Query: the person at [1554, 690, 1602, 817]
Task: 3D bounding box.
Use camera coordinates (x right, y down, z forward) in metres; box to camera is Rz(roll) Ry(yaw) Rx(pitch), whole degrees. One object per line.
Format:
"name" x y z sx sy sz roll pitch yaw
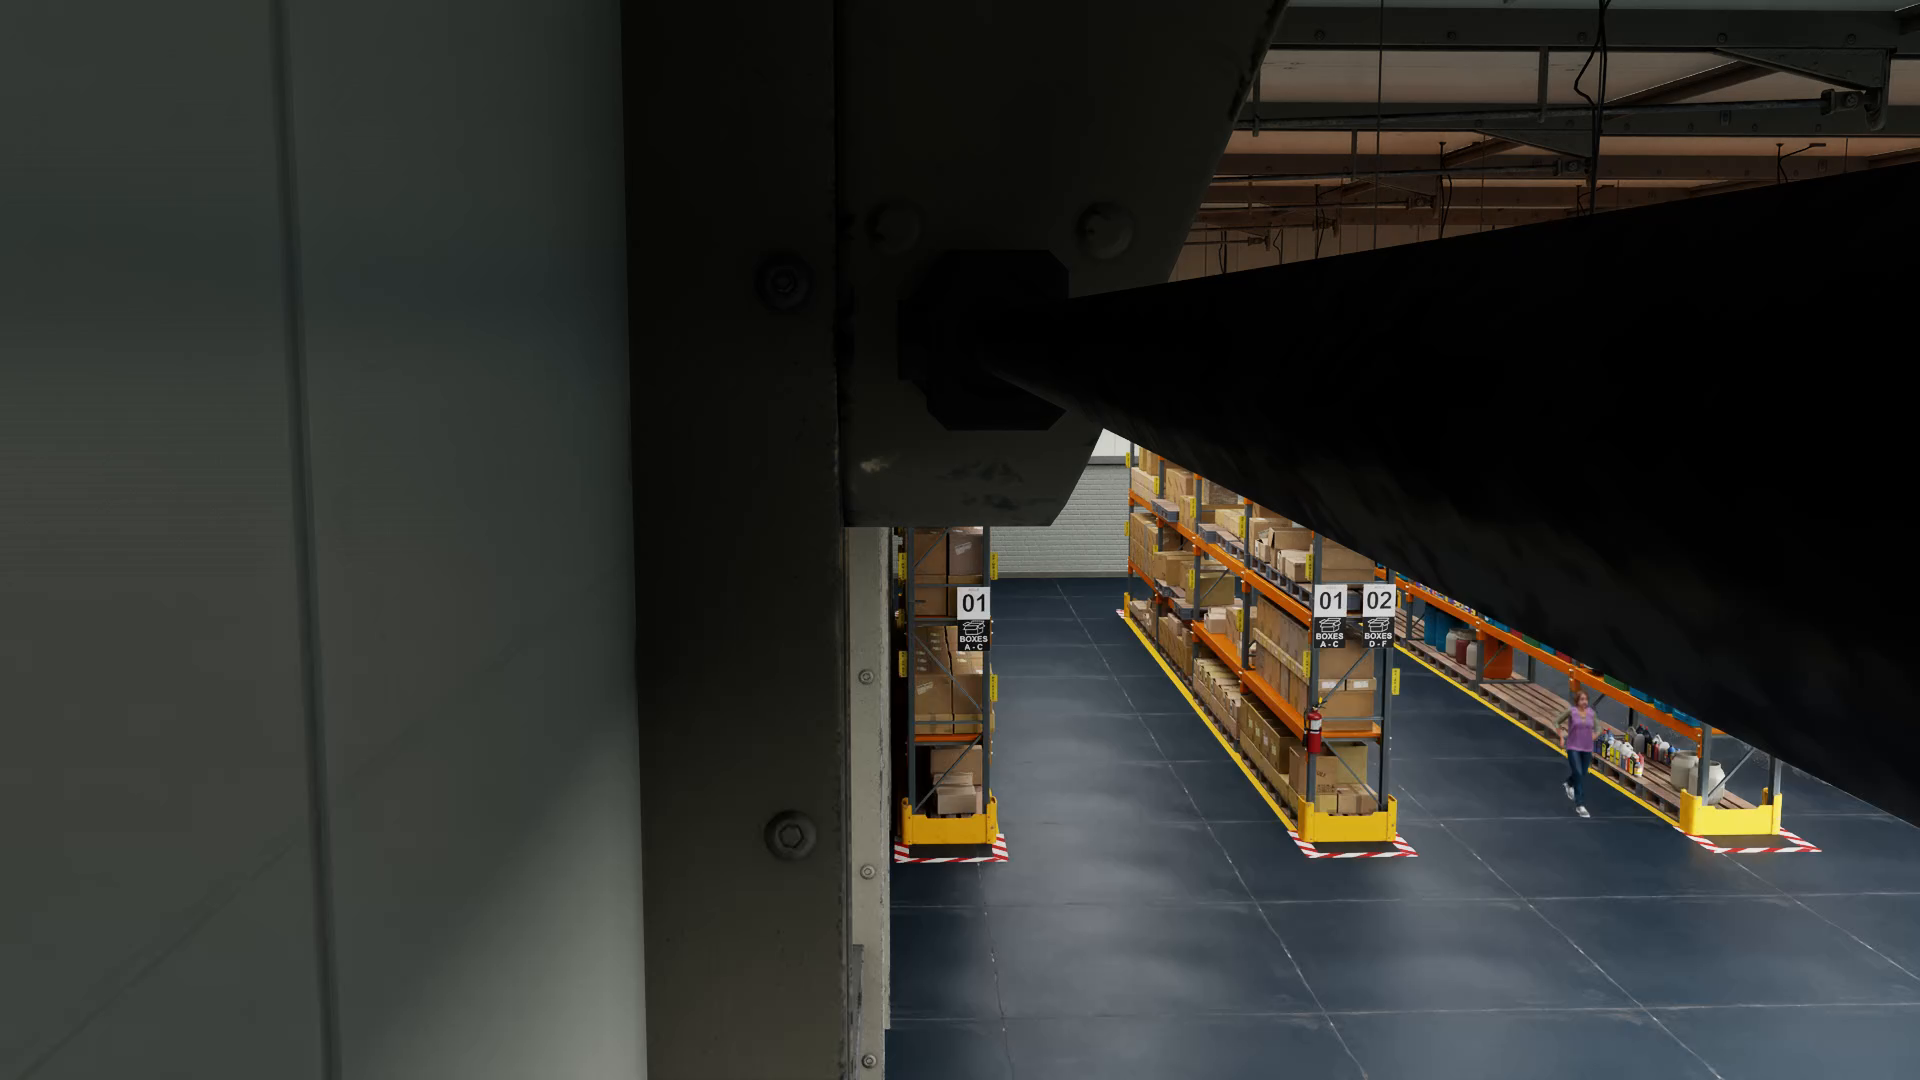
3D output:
"person" 8.090 2.746 21.762 0.549 1.581 0.885 0 7 -2
